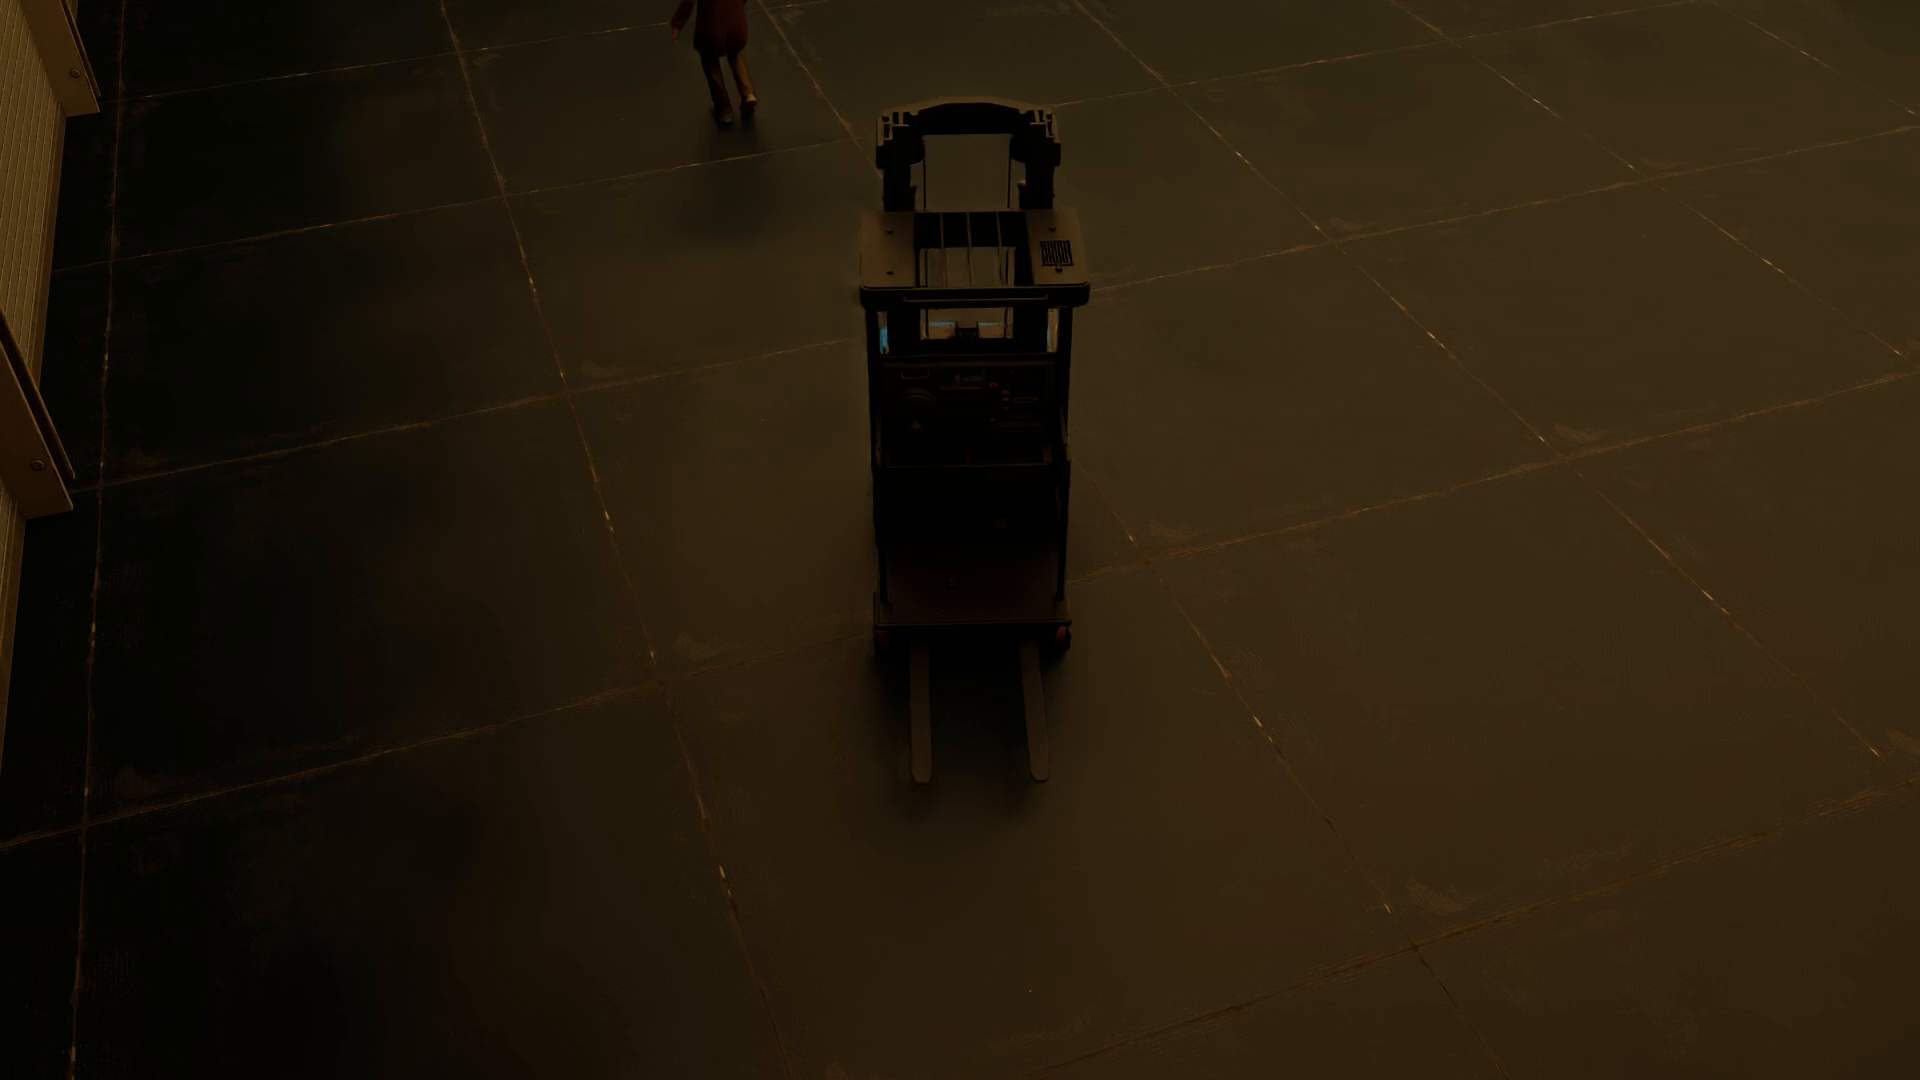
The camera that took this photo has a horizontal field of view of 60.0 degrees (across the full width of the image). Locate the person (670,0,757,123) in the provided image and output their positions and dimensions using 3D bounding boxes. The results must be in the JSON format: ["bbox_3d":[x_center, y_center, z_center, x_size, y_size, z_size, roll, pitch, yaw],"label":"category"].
[{"bbox_3d":[-2.086,-4.393,14.165,0.831,1.755,0.517,-18,43,-20],"label":"person"}]

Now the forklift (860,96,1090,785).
[{"bbox_3d":[0.057,-0.692,8.821,1.130,2.935,3.031,-1,40,-1],"label":"forklift"}]
